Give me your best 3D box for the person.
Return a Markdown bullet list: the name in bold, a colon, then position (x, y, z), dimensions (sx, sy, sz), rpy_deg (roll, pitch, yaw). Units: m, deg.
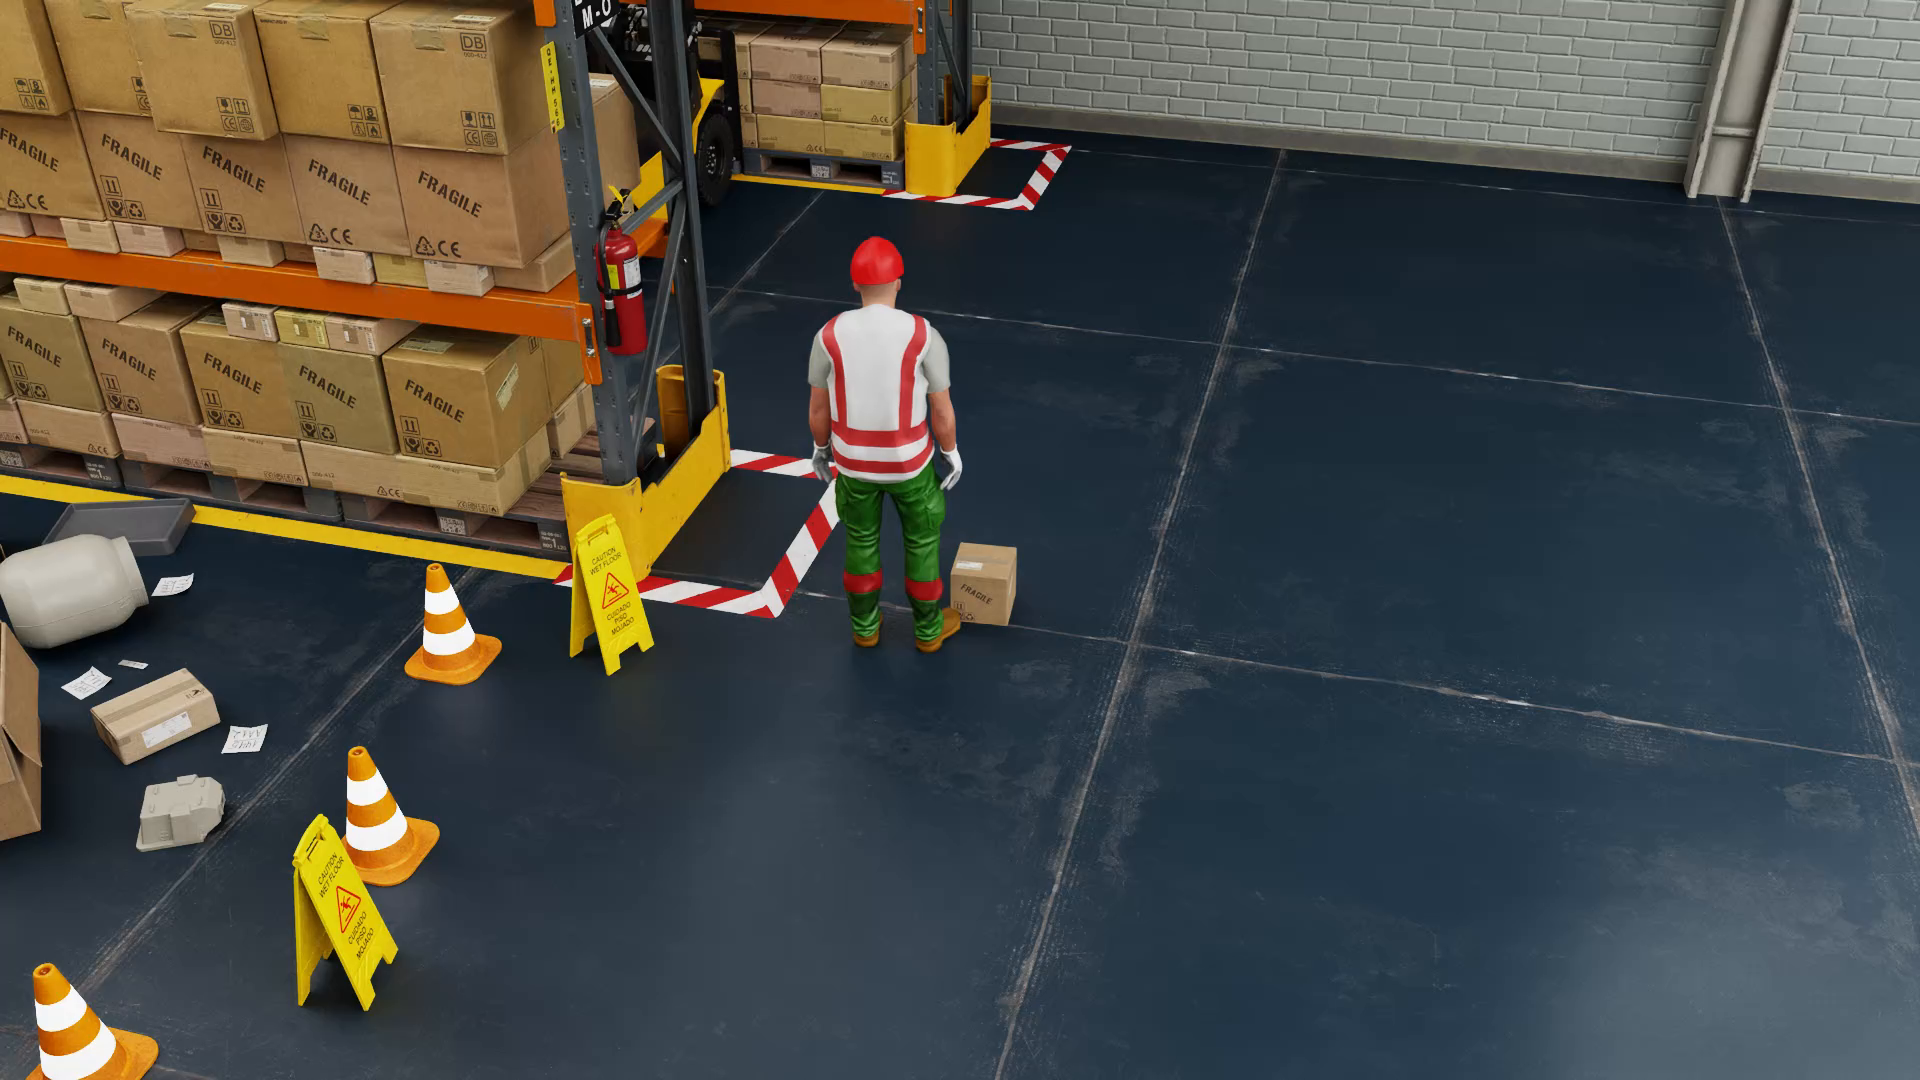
- **person**: position (-0.297, -0.345, 6.667), dimensions (0.614, 1.778, 0.453), rpy_deg (5, 33, 7)
